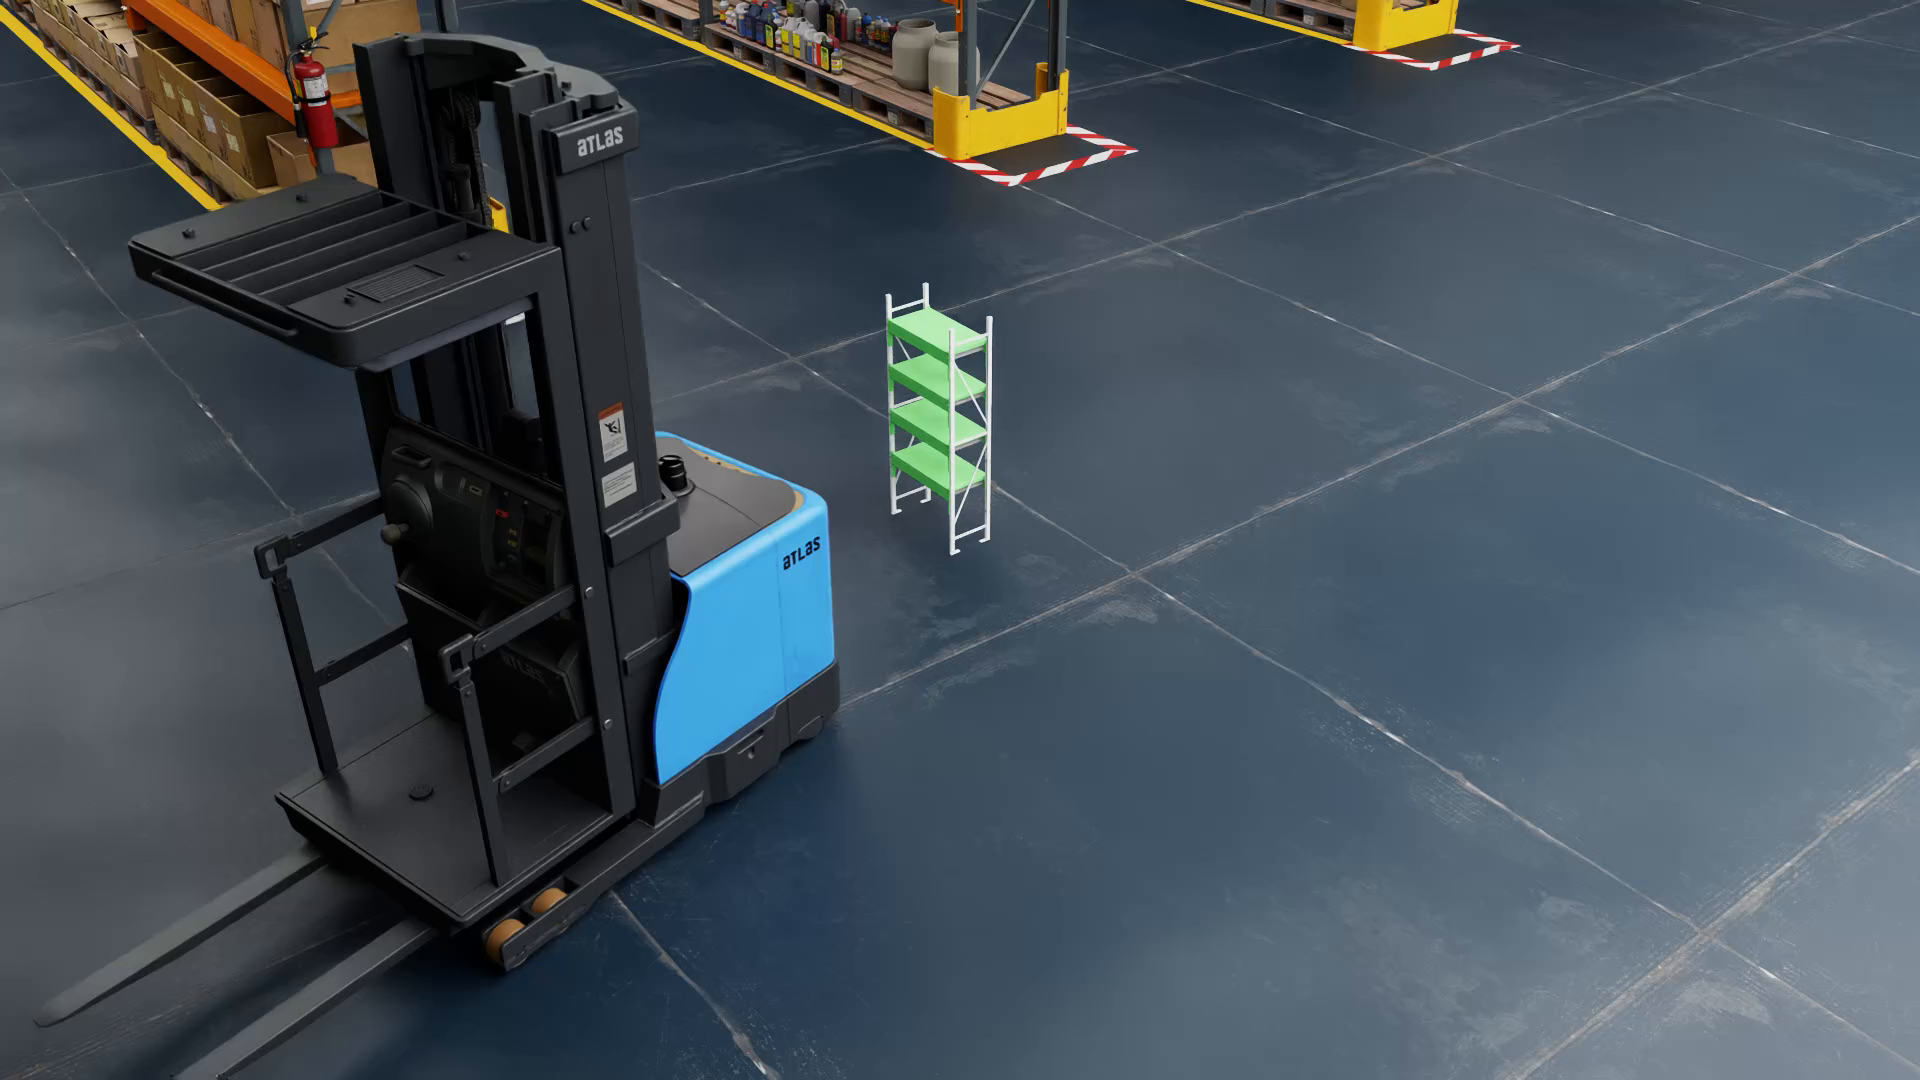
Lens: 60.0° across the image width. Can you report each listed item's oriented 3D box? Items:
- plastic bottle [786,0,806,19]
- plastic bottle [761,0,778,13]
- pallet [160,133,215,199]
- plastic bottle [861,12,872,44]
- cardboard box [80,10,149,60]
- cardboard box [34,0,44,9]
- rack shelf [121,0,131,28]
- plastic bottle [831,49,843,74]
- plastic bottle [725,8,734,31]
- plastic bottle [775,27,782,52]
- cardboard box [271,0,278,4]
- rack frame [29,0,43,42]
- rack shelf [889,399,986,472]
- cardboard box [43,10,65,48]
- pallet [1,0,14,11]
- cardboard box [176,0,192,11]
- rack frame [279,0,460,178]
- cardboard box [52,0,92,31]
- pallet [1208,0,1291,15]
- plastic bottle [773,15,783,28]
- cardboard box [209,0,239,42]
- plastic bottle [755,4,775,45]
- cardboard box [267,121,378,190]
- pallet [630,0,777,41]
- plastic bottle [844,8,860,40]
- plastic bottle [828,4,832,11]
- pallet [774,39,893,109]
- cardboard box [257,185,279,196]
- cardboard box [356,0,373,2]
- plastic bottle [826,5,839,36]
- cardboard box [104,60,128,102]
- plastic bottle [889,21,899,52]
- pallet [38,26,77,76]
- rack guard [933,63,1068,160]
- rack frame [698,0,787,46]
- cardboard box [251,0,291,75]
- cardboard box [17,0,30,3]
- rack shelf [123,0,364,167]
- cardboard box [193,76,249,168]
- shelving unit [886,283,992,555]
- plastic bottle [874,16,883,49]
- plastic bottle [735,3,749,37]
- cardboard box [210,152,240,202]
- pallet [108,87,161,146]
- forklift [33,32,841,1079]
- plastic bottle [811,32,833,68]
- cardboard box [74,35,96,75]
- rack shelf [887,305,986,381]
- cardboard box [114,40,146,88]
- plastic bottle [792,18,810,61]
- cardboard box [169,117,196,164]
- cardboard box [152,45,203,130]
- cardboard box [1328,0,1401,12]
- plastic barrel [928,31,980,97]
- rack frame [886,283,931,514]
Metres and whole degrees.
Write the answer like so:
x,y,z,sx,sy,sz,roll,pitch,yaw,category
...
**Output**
x,y,z,sx,sy,sz,roll,pitch,yaw,category
-1.529,-4.990,15.535,0.144,0.351,0.185,-22,38,-31,plastic bottle
-1.756,-4.788,15.209,0.144,0.351,0.185,-22,38,-31,plastic bottle
-5.498,-3.019,12.911,1.003,0.211,1.213,-22,38,-31,pallet
-0.846,-4.636,15.041,0.097,0.271,0.097,0,32,0,plastic bottle
-7.055,-4.297,14.002,0.500,0.311,0.500,-22,38,-32,cardboard box
-8.316,-5.151,15.378,0.500,0.311,0.500,-21,37,-30,cardboard box
-7.179,-5.077,14.263,1.077,0.370,4.000,-22,38,-31,rack shelf
-1.057,-4.105,14.251,0.097,0.201,0.097,0,32,0,plastic bottle
-2.126,-4.831,15.421,0.097,0.201,0.097,0,32,0,plastic bottle
-1.599,-4.473,14.845,0.097,0.201,0.097,0,32,0,plastic bottle
-4.046,-3.406,10.182,0.380,0.149,0.250,-21,38,-30,cardboard box
-8.405,-6.216,15.415,1.000,3.000,0.127,-22,38,-31,rack frame
-0.101,-0.524,8.078,0.258,0.148,0.480,-22,38,-31,rack shelf
-8.007,-4.704,15.189,0.500,0.250,0.500,-23,39,-33,cardboard box
-9.577,-5.863,17.490,1.003,0.211,1.213,-22,38,-31,pallet
-5.347,-4.191,12.060,0.700,0.500,0.500,-23,38,-32,cardboard box
-3.499,-2.882,10.047,1.000,3.000,0.127,-22,38,-31,rack frame
-7.676,-4.722,14.686,0.500,0.311,0.500,-23,39,-33,cardboard box
3.067,-5.791,17.373,1.003,0.211,1.213,-22,38,-31,pallet
-1.635,-4.579,14.949,0.097,0.271,0.097,0,32,0,plastic bottle
-4.727,-3.767,11.378,0.700,0.500,0.500,-21,38,-30,cardboard box
-1.754,-4.662,15.007,0.144,0.351,0.185,-24,39,-33,plastic bottle
-4.063,-2.338,10.669,0.500,0.500,0.500,-22,38,-31,cardboard box
-2.550,-5.280,16.551,1.003,0.211,1.213,-22,38,-31,pallet
-1.002,-4.721,15.173,0.152,0.276,0.135,-22,38,-31,plastic bottle
-1.164,-4.873,15.411,0.061,0.283,0.133,-20,37,-28,plastic bottle
-0.906,-4.163,14.753,1.003,0.211,1.213,-22,38,-31,pallet
-4.378,-2.225,11.197,0.500,0.250,0.500,-22,38,-31,cardboard box
-3.570,-3.433,10.225,0.380,0.149,0.250,-23,38,-32,cardboard box
-1.164,-4.749,15.211,0.061,0.283,0.133,-22,38,-31,plastic bottle
-6.744,-3.850,13.813,0.500,0.250,0.500,-23,39,-32,cardboard box
-0.574,-4.473,14.766,0.061,0.283,0.133,-22,38,-31,plastic bottle
-7.931,-4.676,15.578,1.003,0.211,1.213,-22,38,-31,pallet
0.332,-3.438,13.311,1.175,0.500,0.348,-22,38,-31,rack guard
-2.037,-6.150,15.309,1.000,3.000,0.127,-22,38,-31,rack frame
-4.101,-3.340,10.691,0.700,0.500,0.500,-21,38,-30,cardboard box
-9.164,-5.655,16.464,0.500,0.500,0.500,-21,37,-30,cardboard box
-4.726,-3.410,11.579,1.077,0.370,4.000,-22,38,-31,rack shelf
-4.994,-2.959,11.668,0.500,0.500,0.500,-22,38,-31,cardboard box
-0.101,-0.579,8.045,0.258,1.200,0.503,-22,38,-31,shelving unit
-0.722,-4.552,14.905,0.097,0.271,0.097,0,32,0,plastic bottle
-1.968,-4.779,15.267,0.152,0.276,0.135,-21,37,-30,plastic bottle
-4.991,-2.641,11.868,0.500,0.250,0.500,-22,38,-31,cardboard box
-6.435,-3.659,13.941,1.003,0.211,1.213,-22,38,-31,pallet
-1.798,-0.041,5.538,1.130,2.935,3.031,22,38,31,forklift
-1.190,-4.250,14.415,0.152,0.276,0.135,-22,38,-31,plastic bottle
-7.369,-4.275,14.499,0.500,0.250,0.500,-21,38,-30,cardboard box
-0.101,-0.932,7.825,0.258,0.148,0.480,-22,38,-31,rack shelf
-6.427,-3.874,13.320,0.500,0.311,0.500,-22,38,-31,cardboard box
-1.380,-4.408,14.597,0.144,0.351,0.185,-21,37,-29,plastic bottle
-5.605,-3.058,12.539,0.500,0.250,0.500,-22,38,-31,cardboard box
-5.602,-3.377,12.342,0.500,0.500,0.500,-22,38,-31,cardboard box
3.958,-5.468,16.181,0.500,0.500,0.500,-15,35,-23,cardboard box
-0.048,-3.854,13.572,0.421,0.512,0.421,0,32,0,plastic barrel
-0.251,-0.680,8.208,0.240,1.200,0.015,-22,38,-31,rack frame
